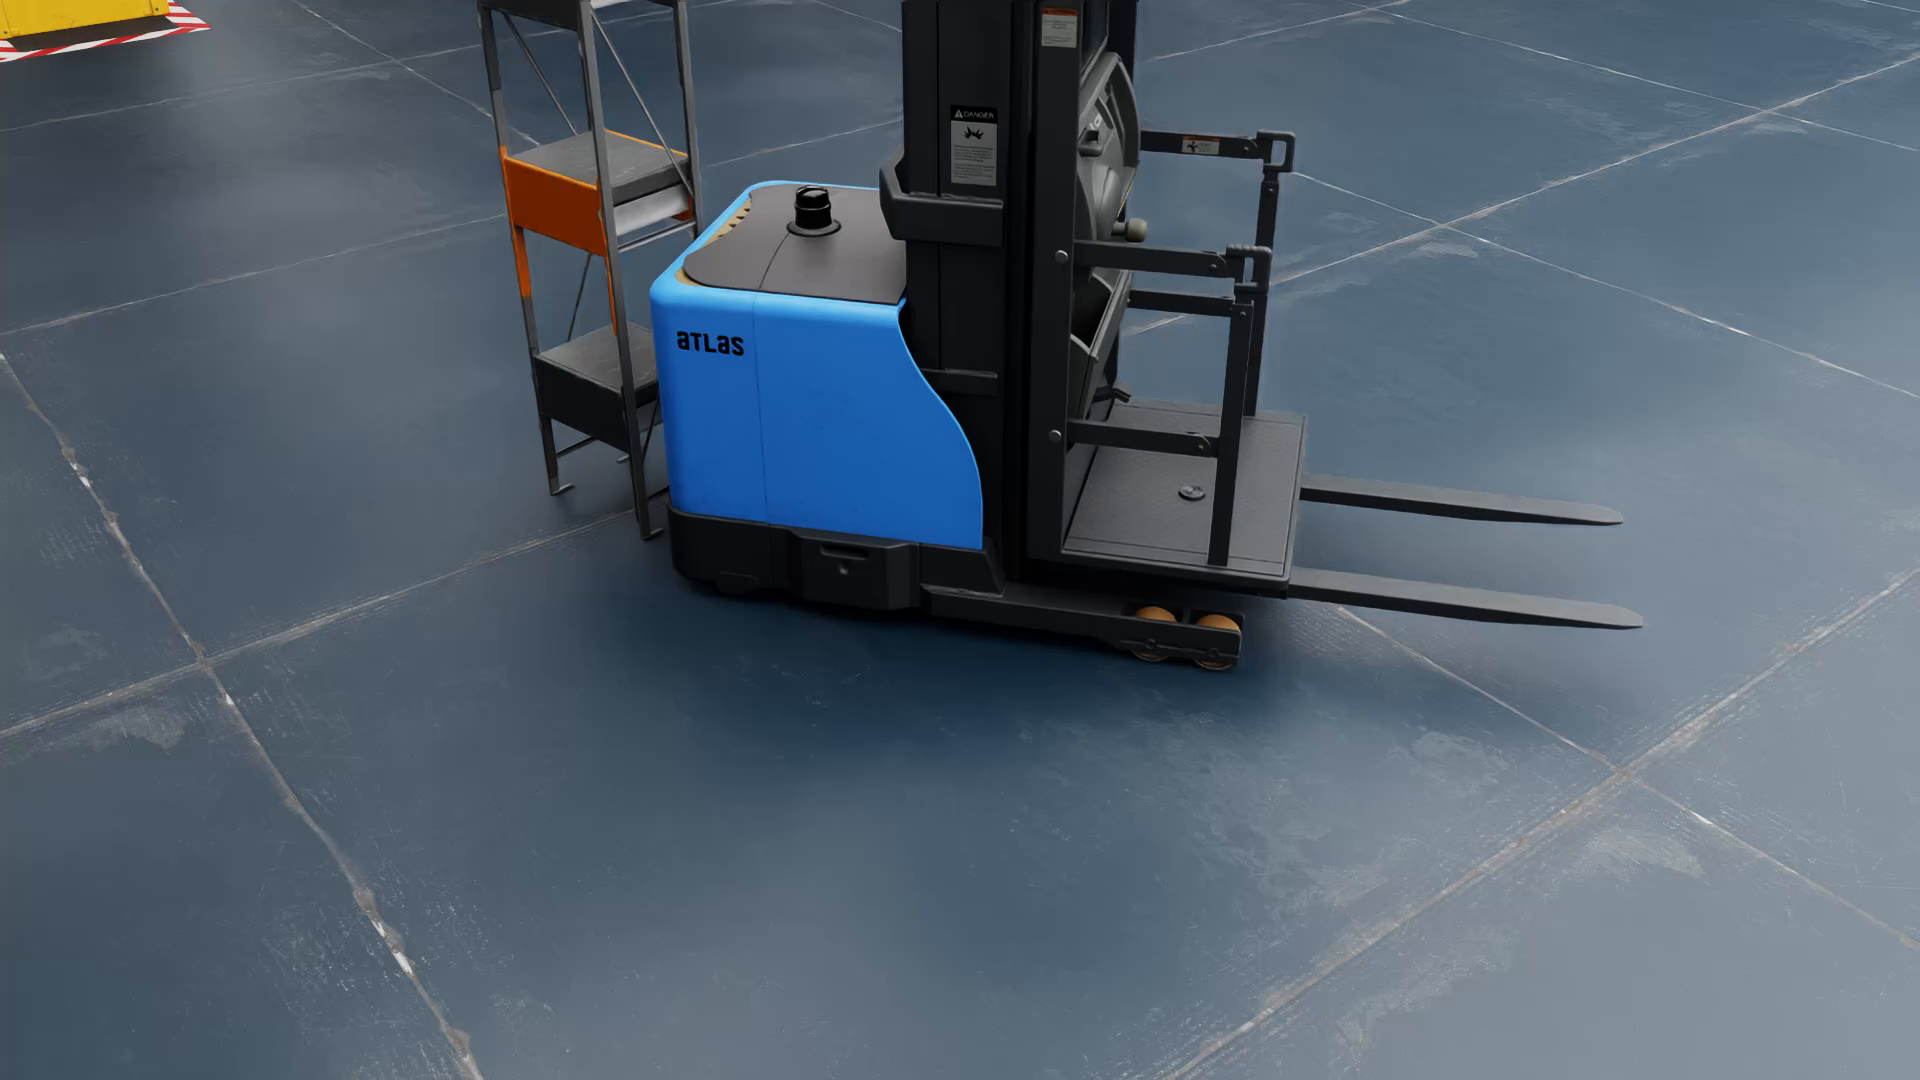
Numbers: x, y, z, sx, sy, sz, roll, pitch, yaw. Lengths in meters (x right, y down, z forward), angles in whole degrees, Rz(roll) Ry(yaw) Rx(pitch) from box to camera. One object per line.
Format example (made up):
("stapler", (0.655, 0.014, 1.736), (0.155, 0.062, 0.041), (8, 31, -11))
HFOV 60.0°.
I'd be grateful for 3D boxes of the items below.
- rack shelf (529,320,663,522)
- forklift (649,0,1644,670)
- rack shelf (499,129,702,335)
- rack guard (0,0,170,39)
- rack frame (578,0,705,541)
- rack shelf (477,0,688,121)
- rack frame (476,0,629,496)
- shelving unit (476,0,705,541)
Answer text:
("rack shelf", (-1.159, -0.446, 5.830), (0.480, 0.518, 0.431), (23, 39, 32))
("forklift", (0.625, -1.156, 4.833), (3.031, 2.935, 1.130), (7, 33, 11))
("rack shelf", (-1.159, -1.040, 5.461), (0.480, 0.518, 0.431), (23, 39, 32))
("rack guard", (-6.129, -3.817, 11.421), (1.175, 0.500, 0.348), (-22, 38, -31))
("rack frame", (-0.970, -0.970, 5.322), (0.015, 2.100, 0.400), (23, 39, 32))
("rack shelf", (-1.159, -1.635, 5.091), (0.480, 0.518, 0.431), (23, 39, 32))
("rack frame", (-1.348, -1.133, 5.585), (0.015, 2.100, 0.400), (23, 39, 32))
("shelving unit", (-1.159, -1.052, 5.453), (0.503, 2.100, 0.431), (23, 39, 32))
